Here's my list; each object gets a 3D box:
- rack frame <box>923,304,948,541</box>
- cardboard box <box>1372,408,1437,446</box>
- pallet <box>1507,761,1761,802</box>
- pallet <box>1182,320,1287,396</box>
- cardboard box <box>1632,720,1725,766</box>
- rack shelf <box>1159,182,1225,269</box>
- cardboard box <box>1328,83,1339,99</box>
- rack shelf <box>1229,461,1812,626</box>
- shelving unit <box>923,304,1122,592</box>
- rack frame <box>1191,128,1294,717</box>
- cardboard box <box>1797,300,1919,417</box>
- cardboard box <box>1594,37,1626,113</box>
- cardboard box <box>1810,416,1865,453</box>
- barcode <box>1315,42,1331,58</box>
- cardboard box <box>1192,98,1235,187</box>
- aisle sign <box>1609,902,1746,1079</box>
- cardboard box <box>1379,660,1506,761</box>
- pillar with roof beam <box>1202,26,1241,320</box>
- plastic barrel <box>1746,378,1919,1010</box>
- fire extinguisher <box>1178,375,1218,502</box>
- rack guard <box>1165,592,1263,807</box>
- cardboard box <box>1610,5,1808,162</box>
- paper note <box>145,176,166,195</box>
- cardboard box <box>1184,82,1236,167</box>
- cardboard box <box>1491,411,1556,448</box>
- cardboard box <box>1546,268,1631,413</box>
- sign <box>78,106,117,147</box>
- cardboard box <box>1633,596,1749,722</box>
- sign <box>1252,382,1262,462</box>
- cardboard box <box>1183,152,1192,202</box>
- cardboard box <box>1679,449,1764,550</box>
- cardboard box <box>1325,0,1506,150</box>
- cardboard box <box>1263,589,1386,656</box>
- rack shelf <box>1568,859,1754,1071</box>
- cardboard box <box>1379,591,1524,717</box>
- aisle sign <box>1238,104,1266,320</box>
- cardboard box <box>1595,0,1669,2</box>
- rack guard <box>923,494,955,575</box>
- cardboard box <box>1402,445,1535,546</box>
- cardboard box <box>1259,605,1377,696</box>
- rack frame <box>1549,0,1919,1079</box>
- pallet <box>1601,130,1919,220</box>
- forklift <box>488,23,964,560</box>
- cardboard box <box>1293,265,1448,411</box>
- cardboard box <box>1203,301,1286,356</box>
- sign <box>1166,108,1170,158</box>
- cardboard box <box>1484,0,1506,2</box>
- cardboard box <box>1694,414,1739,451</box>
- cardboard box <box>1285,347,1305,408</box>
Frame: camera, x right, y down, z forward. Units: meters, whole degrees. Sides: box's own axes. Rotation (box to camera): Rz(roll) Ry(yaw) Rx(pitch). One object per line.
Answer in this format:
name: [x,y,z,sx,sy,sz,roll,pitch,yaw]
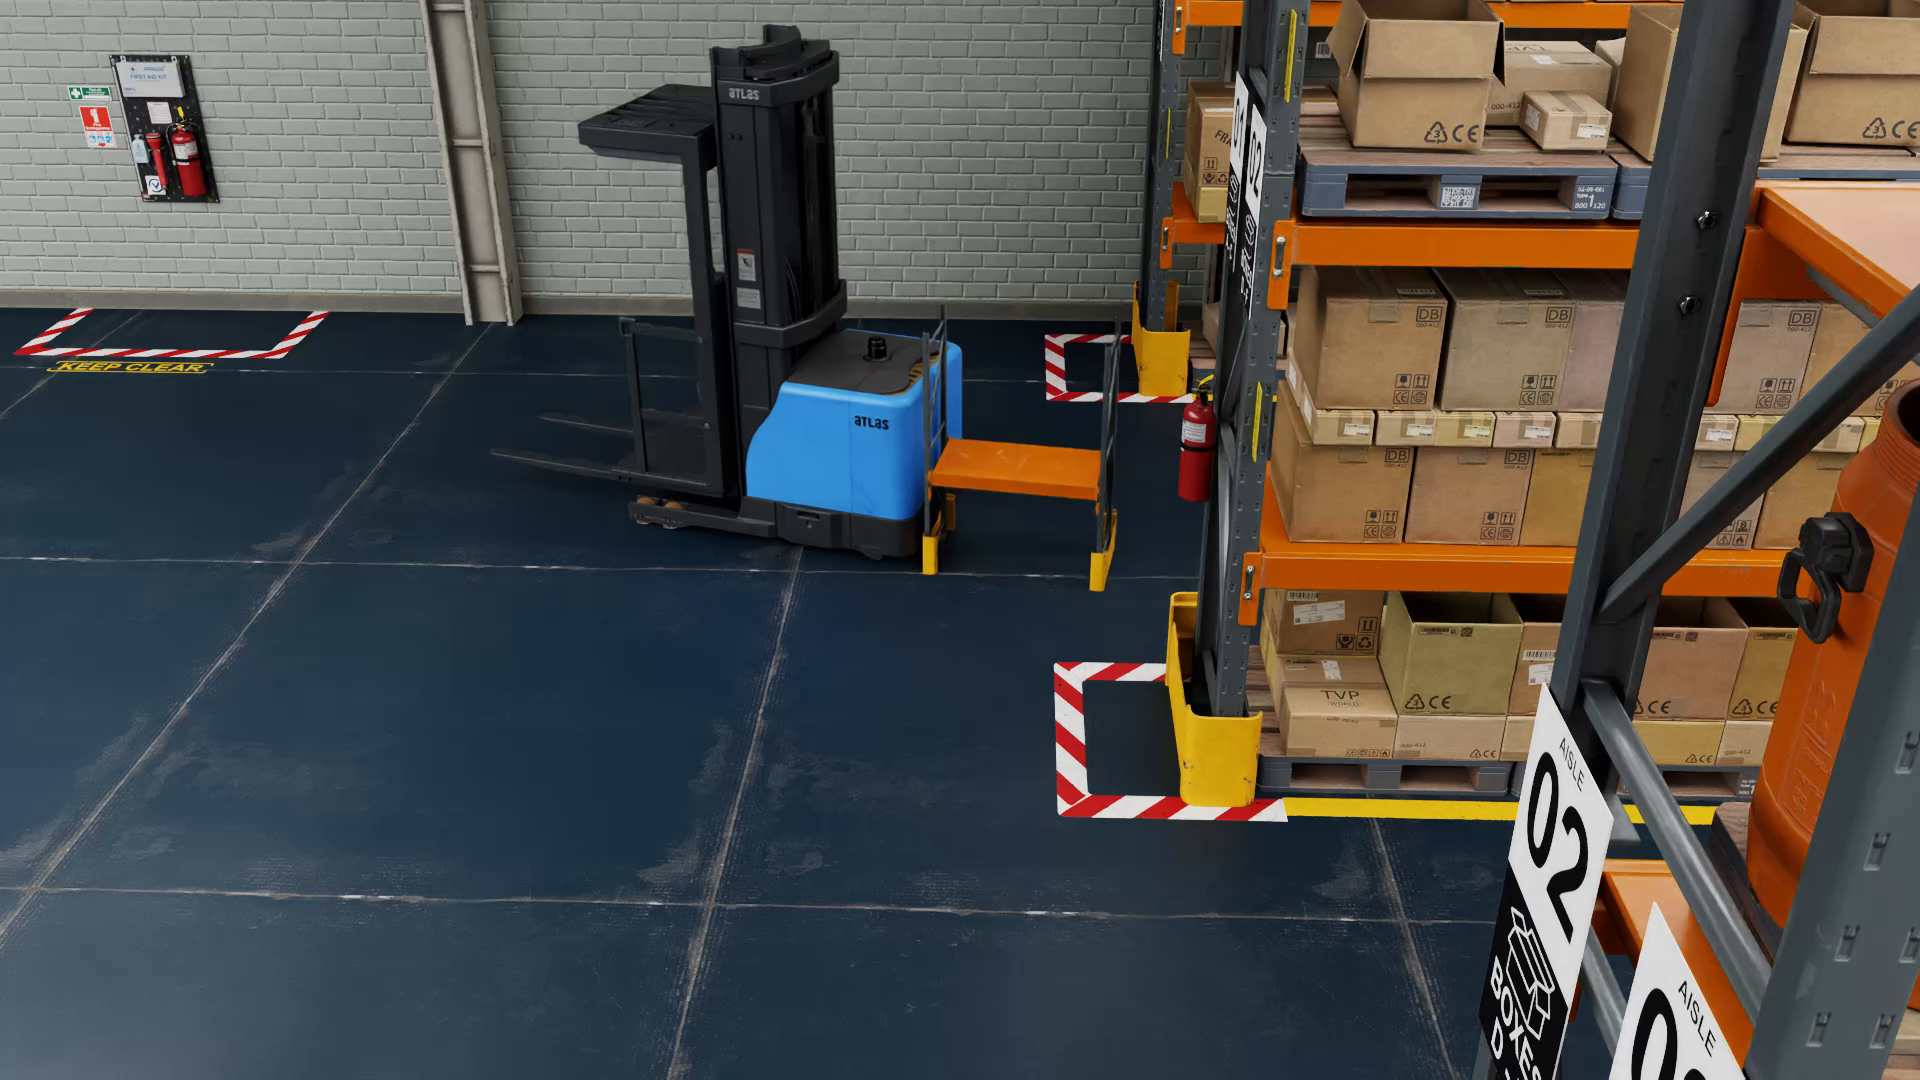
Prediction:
rack frame: [-0.143,-0.592,9.765,0.032,1.500,0.500,5,28,10]
cardboard box: [1.918,-0.557,7.298,0.250,0.149,0.380,0,28,0]
pallet: [3.252,0.910,8.307,1.213,0.211,1.003,1,28,2]
pallet: [2.327,-1.392,12.650,1.213,0.211,1.003,1,28,2]
cardboard box: [3.297,0.832,7.966,0.500,0.250,0.500,1,28,2]
rack shelf: [3.440,-2.304,12.162,4.000,0.370,1.077,1,28,2]
cardboard box: [2.939,-3.001,12.047,0.500,0.500,0.500,0,28,0]
rack shelf: [3.268,0.015,7.788,4.000,0.370,1.077,1,28,2]
shelving unit: [0.364,-0.543,9.673,1.083,1.500,0.587,5,28,10]
rack frame: [1.270,-0.336,7.682,0.127,3.000,1.000,1,28,2]
cardboard box: [3.818,-0.908,7.269,0.500,0.500,0.700,1,28,2]
cardboard box: [2.986,-1.965,7.048,0.500,0.311,0.500,4,28,8]
cardboard box: [3.719,-0.527,7.242,0.250,0.149,0.380,2,28,3]
barcode: [1.588,-2.139,7.260,0.075,0.075,0.001,1,28,2]
cardboard box: [1.907,-2.780,11.630,0.500,0.500,0.500,1,28,2]
aisle sign: [1.009,0.970,2.443,0.004,0.787,0.394,1,28,2]
cardboard box: [2.298,0.813,8.002,0.500,0.250,0.500,1,28,2]
pillar with roof beam: [2.019,-3.684,7.591,0.400,9.000,9.100,1,28,2]
plastic barrel: [1.581,0.230,2.504,0.708,0.830,0.600,1,28,2]
fire extinguisher: [1.168,-0.521,8.114,0.183,0.674,0.296,1,28,2]
rack guard: [1.246,0.768,8.268,0.348,0.500,1.175,1,28,2]
cardboard box: [2.920,-1.798,6.531,0.500,0.500,0.500,1,28,2]
paper note: [-6.468,-2.852,13.368,0.142,0.148,0.016,1,28,2]
cardboard box: [1.919,-3.021,12.084,0.500,0.500,0.500,1,28,1]
cardboard box: [2.420,-0.547,7.279,0.250,0.149,0.380,1,28,1]
cardboard box: [2.818,-0.925,7.300,0.500,0.500,0.700,1,28,2]
sign: [-6.843,-3.279,13.196,0.234,0.329,0.001,1,28,2]
cardboard box: [3.297,0.501,7.789,0.500,0.500,0.500,1,28,2]
sign: [1.244,-0.494,6.970,0.005,0.325,0.100,1,28,2]
cardboard box: [1.915,-2.681,12.243,0.500,0.250,0.500,1,28,3]
cardboard box: [3.283,-0.342,7.587,0.500,0.500,0.700,2,28,3]
cardboard box: [1.844,-1.943,6.802,0.637,0.503,0.797,3,28,5]
cardboard box: [1.816,0.231,8.298,0.500,0.500,0.500,1,28,2]
rack shelf: [3.090,1.008,2.712,4.000,0.370,1.077,1,28,2]
cardboard box: [2.298,0.482,7.825,0.500,0.500,0.500,1,28,2]
aisle sign: [1.193,-1.343,6.804,0.004,0.787,0.394,1,28,2]
cardboard box: [4.420,-3.874,11.025,0.500,0.500,0.500,-1,28,-3]
rack guard: [-0.124,-0.038,10.054,0.087,0.250,0.587,5,28,10]
cardboard box: [2.261,-0.360,7.620,0.500,0.500,0.700,2,28,3]
cardboard box: [1.816,0.564,8.471,0.500,0.250,0.500,1,28,2]
rack frame: [1.091,-0.668,1.903,0.127,3.000,1.000,1,28,2]
pallet: [3.198,-1.580,6.919,1.213,0.211,1.003,1,28,2]
forklift: [-1.547,-1.583,10.107,3.031,2.935,1.130,9,29,17]
cardboard box: [1.789,-0.939,7.327,0.500,0.500,0.700,1,28,2]
cardboard box: [2.129,-1.608,12.481,0.500,0.311,0.500,-2,28,-4]
sign: [1.422,-2.783,11.374,0.005,0.325,0.100,1,28,2]
cardboard box: [3.357,-3.880,11.035,0.500,0.500,0.500,3,28,5]
cardboard box: [3.190,-0.534,7.255,0.250,0.149,0.380,1,28,2]
cardboard box: [1.658,-0.750,7.663,0.250,0.149,0.380,0,28,1]
